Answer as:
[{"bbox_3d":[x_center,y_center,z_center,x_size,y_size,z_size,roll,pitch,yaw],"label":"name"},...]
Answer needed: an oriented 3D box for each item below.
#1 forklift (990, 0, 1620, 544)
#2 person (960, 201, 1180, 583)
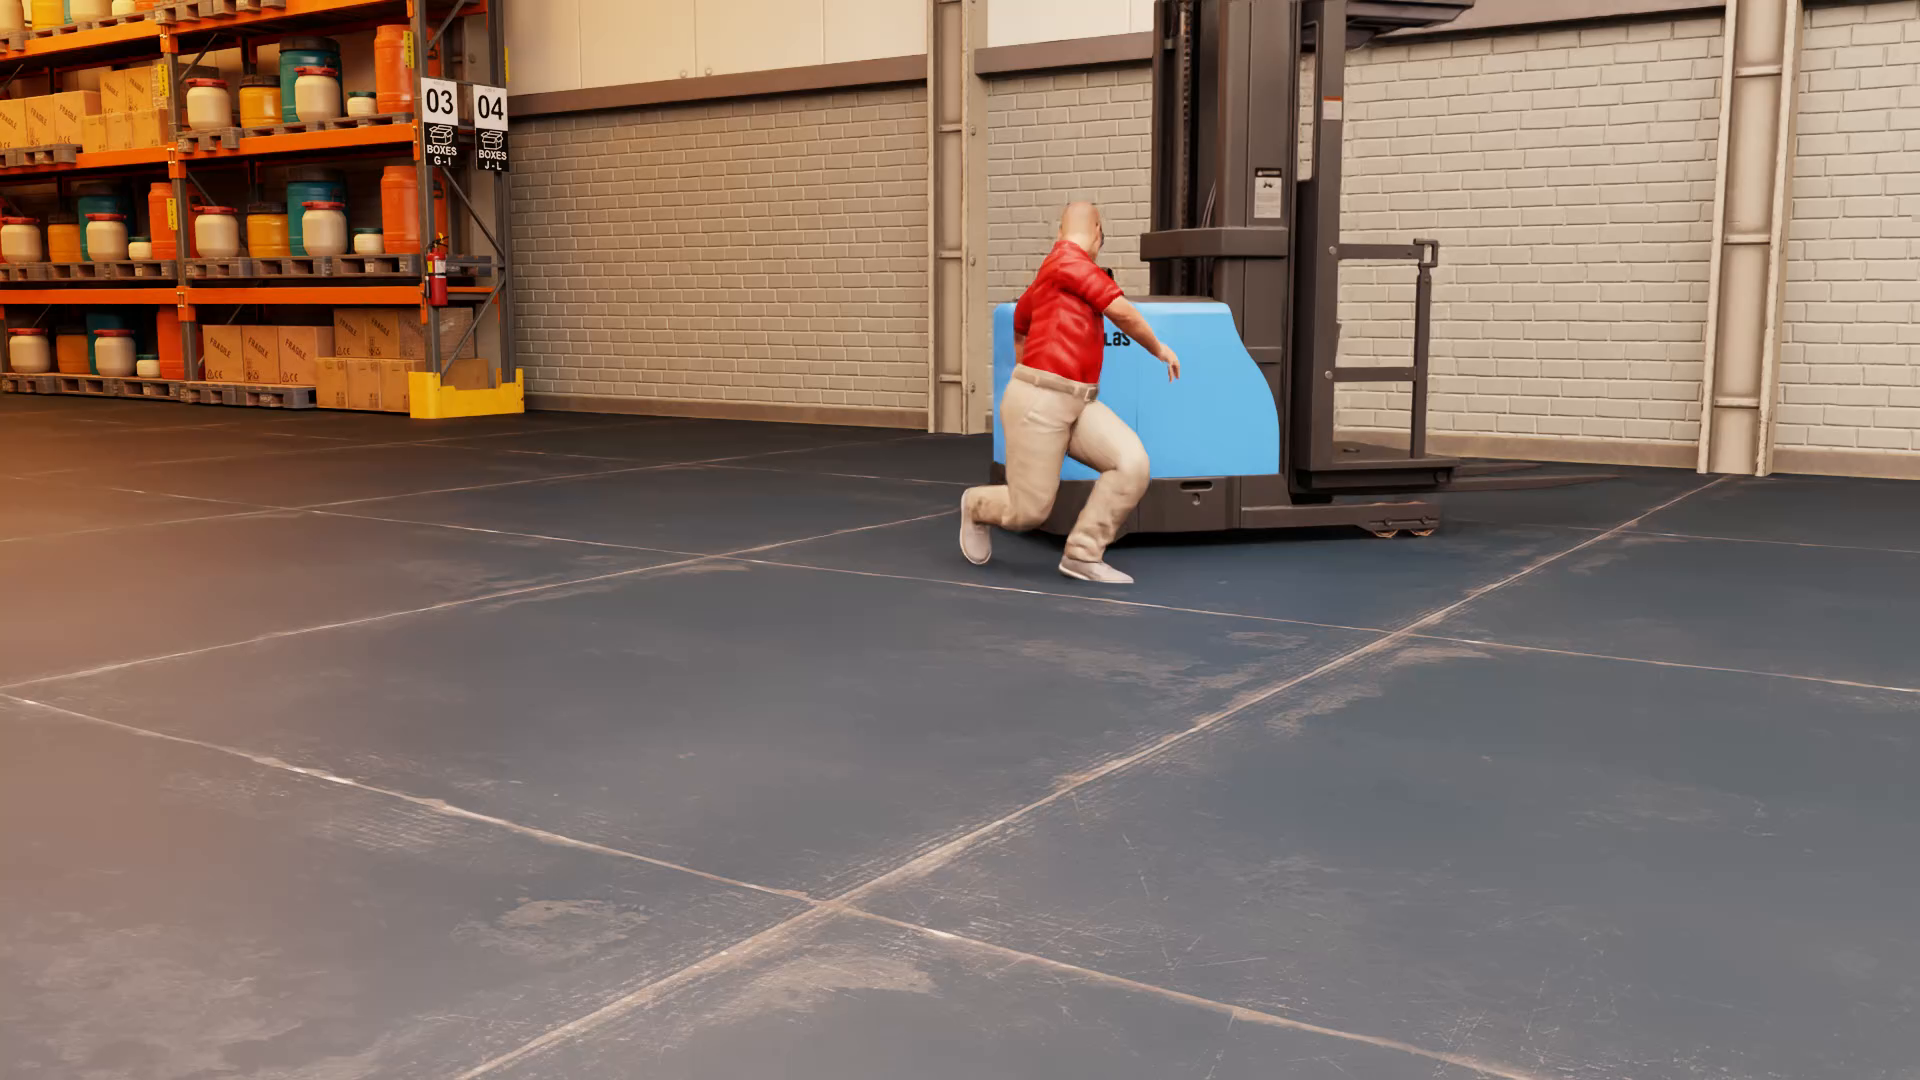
[{"bbox_3d":[1.721,-1.527,7.933,3.031,2.935,1.130,-2,8,-16],"label":"forklift"},{"bbox_3d":[0.390,-0.580,6.608,0.907,1.507,0.646,5,9,31],"label":"person"}]
